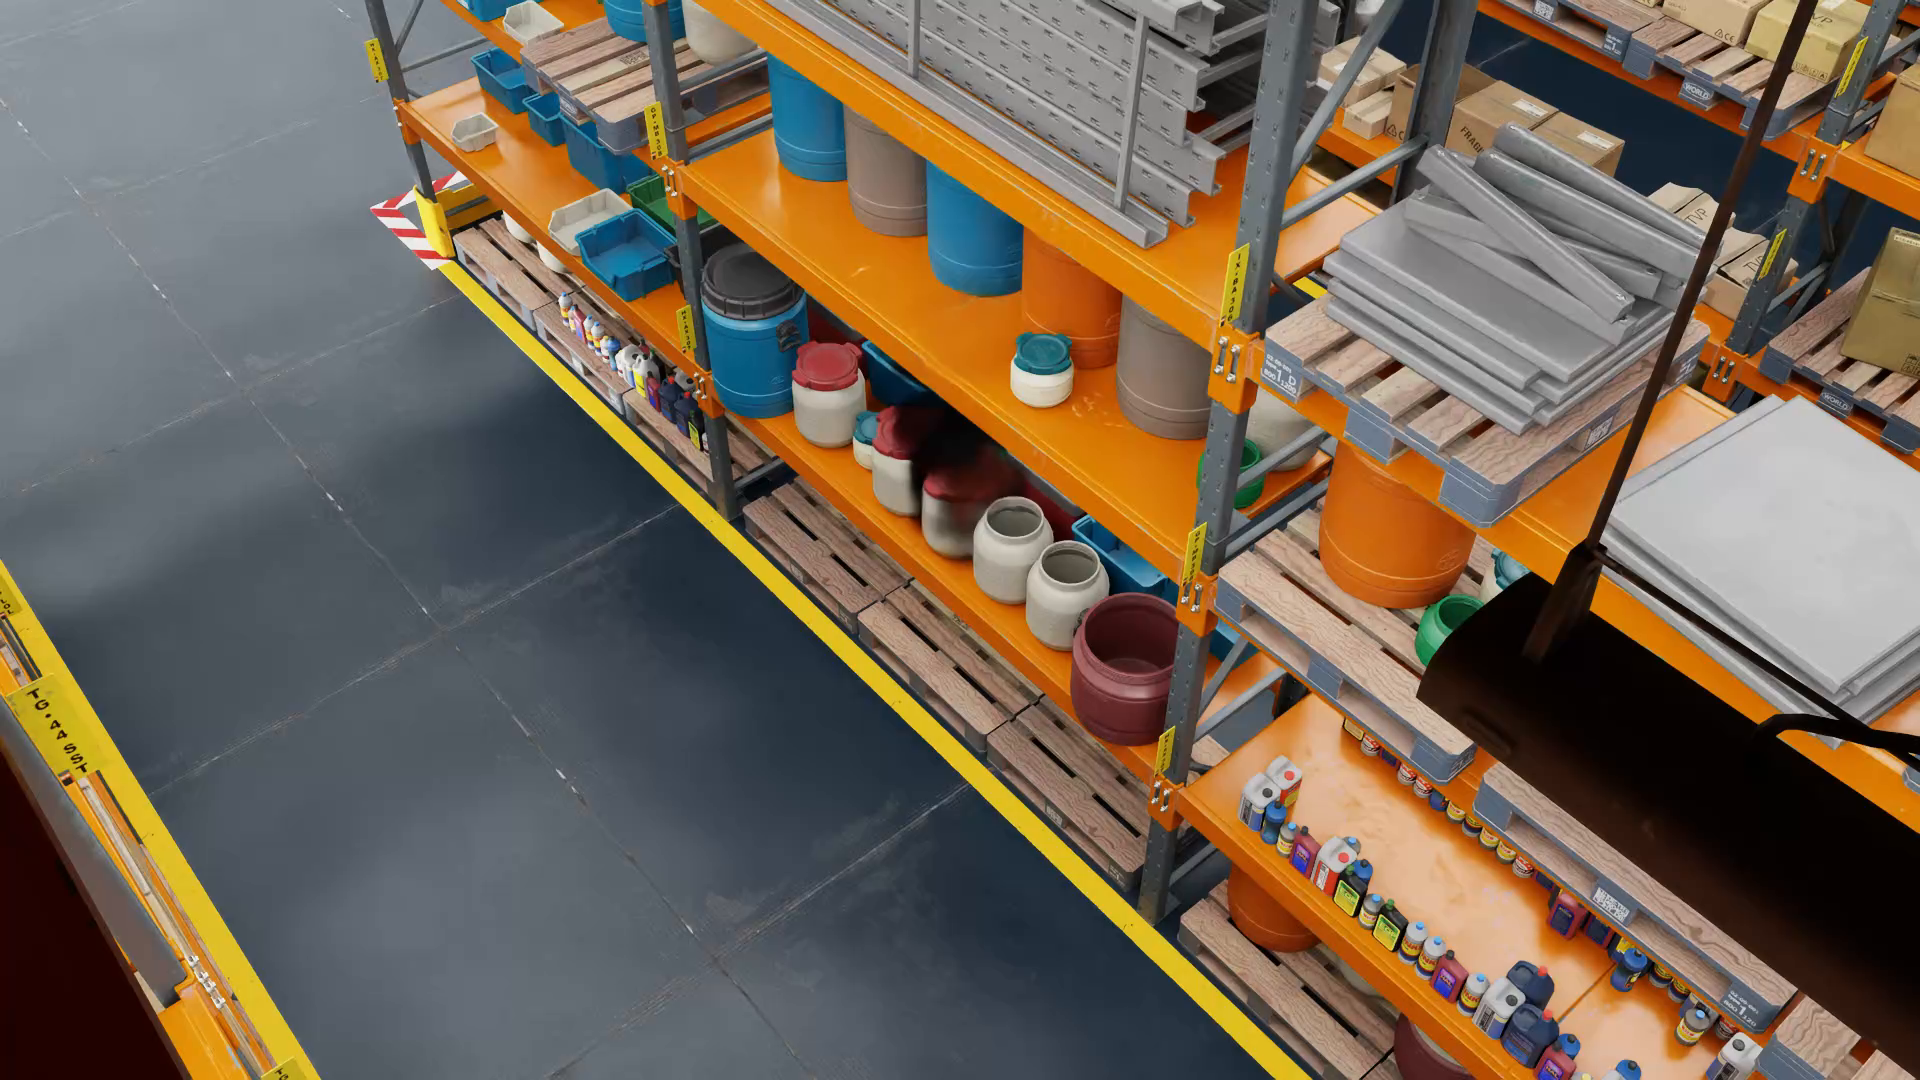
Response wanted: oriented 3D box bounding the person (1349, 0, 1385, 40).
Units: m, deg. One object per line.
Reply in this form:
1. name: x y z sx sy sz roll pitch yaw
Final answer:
1. person: 3.383 -4.592 14.229 0.588 1.616 0.592 34 55 28
